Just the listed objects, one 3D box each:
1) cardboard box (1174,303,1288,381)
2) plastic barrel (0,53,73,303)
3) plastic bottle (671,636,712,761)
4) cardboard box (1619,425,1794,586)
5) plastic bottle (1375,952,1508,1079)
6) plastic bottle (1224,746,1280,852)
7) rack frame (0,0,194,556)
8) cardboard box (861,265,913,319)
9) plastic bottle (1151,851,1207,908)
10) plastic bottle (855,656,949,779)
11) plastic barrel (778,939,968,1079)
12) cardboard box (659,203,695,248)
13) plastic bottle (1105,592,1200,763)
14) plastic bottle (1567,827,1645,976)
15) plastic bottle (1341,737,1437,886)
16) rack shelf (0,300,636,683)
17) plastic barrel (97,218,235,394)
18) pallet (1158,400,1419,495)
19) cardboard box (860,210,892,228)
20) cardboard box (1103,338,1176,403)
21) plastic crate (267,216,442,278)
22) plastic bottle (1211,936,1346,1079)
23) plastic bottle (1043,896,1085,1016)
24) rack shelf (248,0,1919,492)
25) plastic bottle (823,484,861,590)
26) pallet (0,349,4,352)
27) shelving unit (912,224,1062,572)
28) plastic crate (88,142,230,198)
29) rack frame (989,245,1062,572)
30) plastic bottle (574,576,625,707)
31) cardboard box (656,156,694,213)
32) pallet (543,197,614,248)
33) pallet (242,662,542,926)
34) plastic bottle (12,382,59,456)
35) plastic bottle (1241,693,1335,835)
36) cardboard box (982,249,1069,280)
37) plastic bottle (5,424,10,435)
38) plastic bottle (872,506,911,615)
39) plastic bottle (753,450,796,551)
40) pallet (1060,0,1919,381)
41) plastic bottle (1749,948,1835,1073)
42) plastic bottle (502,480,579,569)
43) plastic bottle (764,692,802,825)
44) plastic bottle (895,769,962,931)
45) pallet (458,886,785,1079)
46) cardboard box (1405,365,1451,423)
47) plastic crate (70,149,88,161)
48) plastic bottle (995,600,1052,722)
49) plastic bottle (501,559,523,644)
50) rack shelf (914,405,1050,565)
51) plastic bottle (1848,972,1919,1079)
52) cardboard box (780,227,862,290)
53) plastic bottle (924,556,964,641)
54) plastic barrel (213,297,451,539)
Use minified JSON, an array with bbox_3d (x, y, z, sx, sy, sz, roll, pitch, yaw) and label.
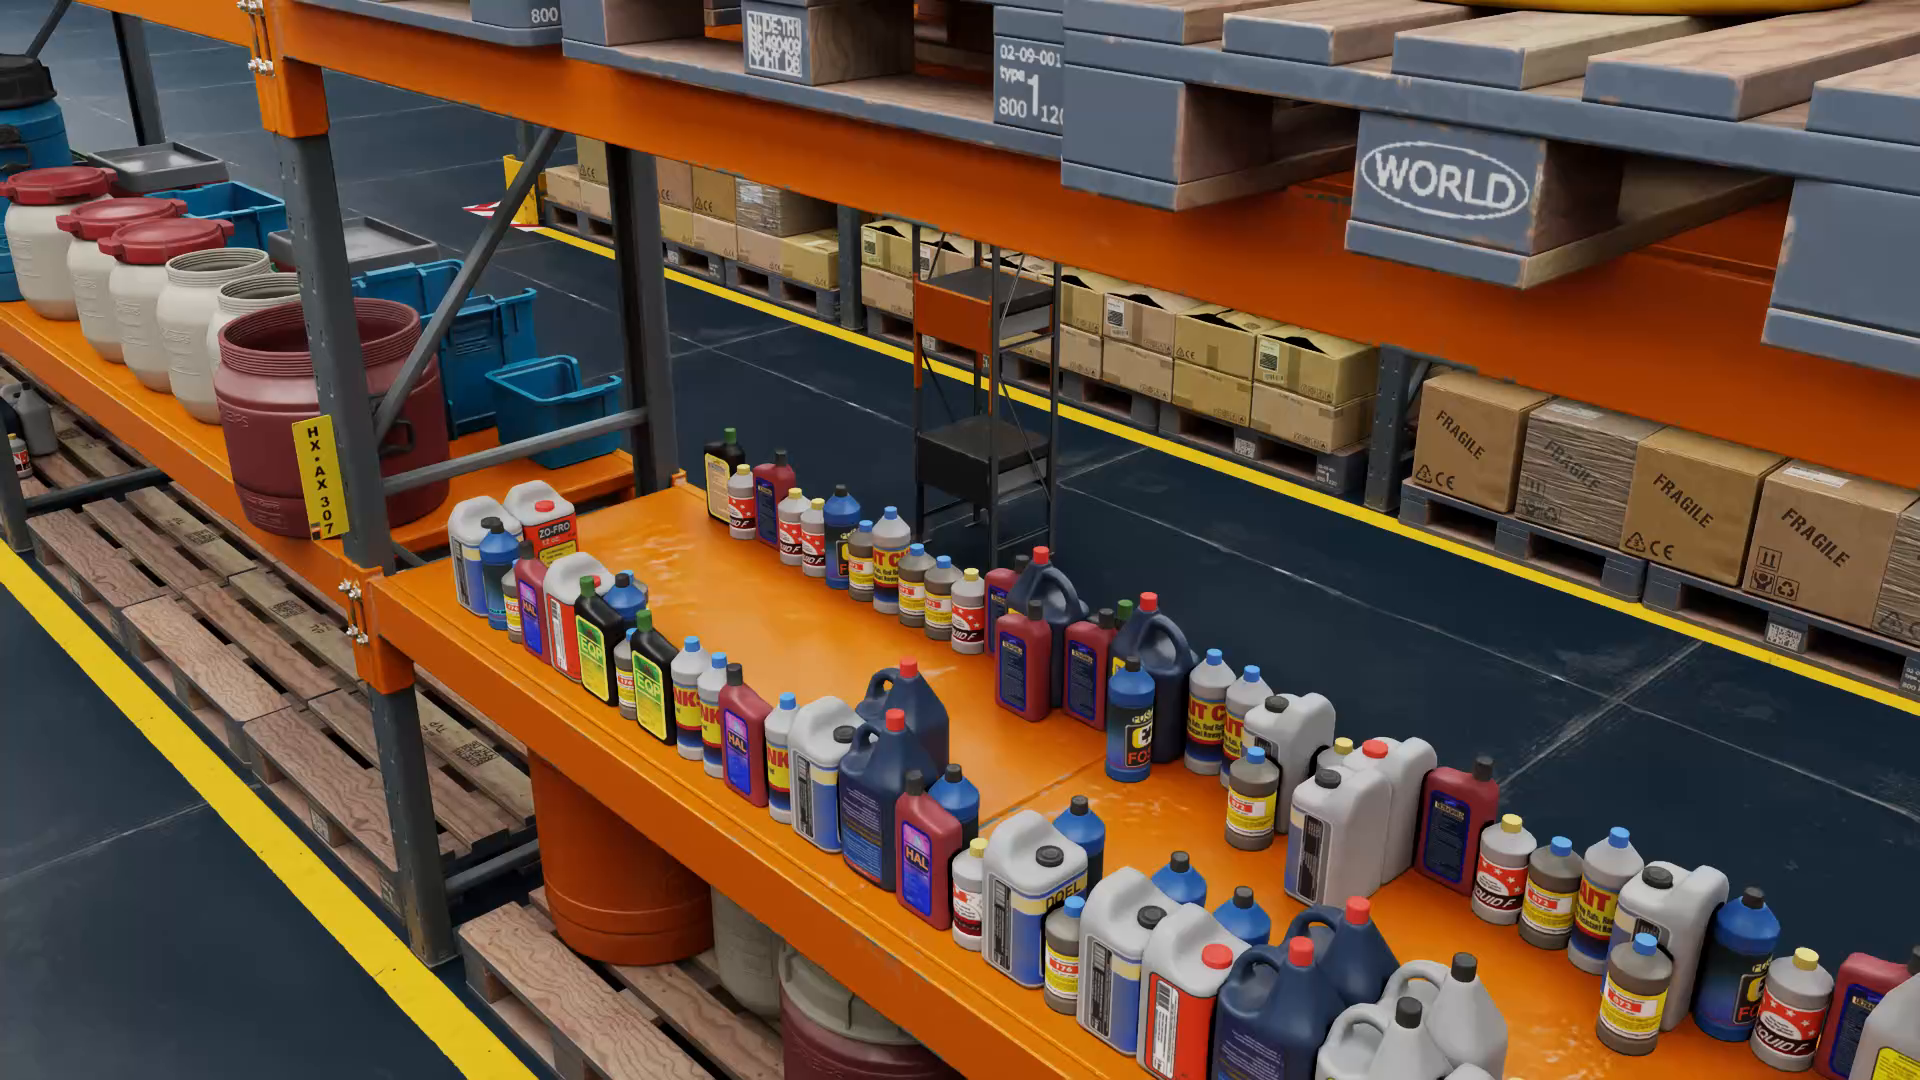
[{"bbox_3d":[1.471,-1.086,8.648,0.500,0.311,0.500,-22,32,-39],"label":"cardboard box"},{"bbox_3d":[-3.941,-1.479,6.775,0.600,0.901,0.708,-21,32,-38],"label":"plastic barrel"},{"bbox_3d":[-0.566,0.332,3.562,0.097,0.271,0.097,0,25,0],"label":"plastic bottle"},{"bbox_3d":[3.172,-0.180,7.012,0.500,0.500,0.500,-22,32,-39],"label":"cardboard box"},{"bbox_3d":[0.722,0.765,2.518,0.144,0.351,0.185,-21,32,-38],"label":"plastic bottle"},{"bbox_3d":[0.576,0.502,3.275,0.097,0.201,0.097,0,25,0],"label":"plastic bottle"},{"bbox_3d":[-3.984,-1.454,7.324,1.000,3.000,0.127,-21,32,-38],"label":"rack frame"},{"bbox_3d":[-0.271,-1.606,10.463,0.500,0.250,0.500,-22,33,-40],"label":"cardboard box"},{"bbox_3d":[0.371,0.655,2.855,0.097,0.271,0.097,0,25,0],"label":"plastic bottle"},{"bbox_3d":[-0.117,0.389,3.343,0.144,0.351,0.185,-21,32,-38],"label":"plastic bottle"},{"bbox_3d":[-0.131,1.149,4.016,0.600,0.588,0.708,-21,32,-38],"label":"plastic barrel"},{"bbox_3d":[-1.871,-2.330,12.050,0.500,0.250,0.500,-21,32,-38],"label":"cardboard box"},{"bbox_3d":[0.415,0.284,3.572,0.144,0.351,0.185,-21,32,-38],"label":"plastic bottle"},{"bbox_3d":[1.137,0.626,2.919,0.097,0.271,0.097,0,25,0],"label":"plastic bottle"},{"bbox_3d":[0.813,0.497,3.196,0.152,0.276,0.135,-21,32,-38],"label":"plastic bottle"},{"bbox_3d":[-2.617,-0.521,6.145,1.077,0.370,4.000,-21,32,-38],"label":"rack shelf"},{"bbox_3d":[-2.693,-0.811,5.749,0.433,0.535,0.433,0,25,0],"label":"plastic barrel"},{"bbox_3d":[1.834,-0.638,8.895,1.003,0.211,1.213,-21,32,-38],"label":"pallet"},{"bbox_3d":[-0.454,-2.369,11.232,0.500,0.500,0.500,-21,32,-38],"label":"cardboard box"},{"bbox_3d":[1.134,-0.985,9.102,0.500,0.250,0.500,-20,31,-37],"label":"cardboard box"},{"bbox_3d":[-2.131,-0.848,5.917,0.402,0.464,0.583,-21,32,-38],"label":"plastic crate"},{"bbox_3d":[0.491,0.750,2.551,0.144,0.351,0.185,-21,32,-38],"label":"plastic bottle"},{"bbox_3d":[0.193,0.701,2.840,0.097,0.201,0.097,0,25,0],"label":"plastic bottle"},{"bbox_3d":[0.117,-0.674,2.866,1.077,0.370,4.000,-21,32,-38],"label":"rack shelf"},{"bbox_3d":[-0.306,-0.013,4.320,0.097,0.271,0.097,0,25,0],"label":"plastic bottle"},{"bbox_3d":[-6.080,-1.140,9.995,1.003,0.211,1.213,-21,32,-38],"label":"pallet"},{"bbox_3d":[0.113,-0.905,7.204,0.431,2.100,0.503,-21,32,-38],"label":"shelving unit"},{"bbox_3d":[-3.429,-1.423,7.179,0.402,0.464,0.583,-21,32,-38],"label":"plastic crate"},{"bbox_3d":[0.280,-0.831,7.042,0.400,2.100,0.015,-21,32,-38],"label":"rack frame"},{"bbox_3d":[-0.815,0.227,3.778,0.061,0.283,0.133,-21,32,-38],"label":"plastic bottle"},{"bbox_3d":[-1.872,-2.671,11.893,0.500,0.500,0.500,-21,32,-38],"label":"cardboard box"},{"bbox_3d":[-2.546,-2.582,13.155,1.003,0.211,1.213,-21,32,-38],"label":"pallet"},{"bbox_3d":[-1.751,0.781,5.785,1.003,0.211,1.213,-21,32,-38],"label":"pallet"},{"bbox_3d":[-4.529,-0.603,8.120,0.144,0.351,0.185,-21,32,-38],"label":"plastic bottle"},{"bbox_3d":[0.655,0.427,3.350,0.152,0.276,0.135,-21,32,-38],"label":"plastic bottle"},{"bbox_3d":[0.428,-1.548,9.661,0.500,0.311,0.500,23,33,40],"label":"cardboard box"},{"bbox_3d":[-4.553,-0.471,7.911,0.061,0.283,0.133,-19,31,-36],"label":"plastic bottle"},{"bbox_3d":[-0.172,0.046,4.191,0.097,0.271,0.097,0,25,0],"label":"plastic bottle"},{"bbox_3d":[-0.504,-0.118,4.535,0.061,0.283,0.133,-21,32,-38],"label":"plastic bottle"},{"bbox_3d":[0.877,-0.519,1.887,1.213,0.211,1.003,-21,32,-38],"label":"pallet"},{"bbox_3d":[1.362,0.758,2.715,0.097,0.201,0.097,0,25,0],"label":"plastic bottle"},{"bbox_3d":[-1.079,-0.006,4.299,0.152,0.276,0.135,-21,32,-38],"label":"plastic bottle"},{"bbox_3d":[-0.341,0.432,3.345,0.097,0.271,0.097,0,25,0],"label":"plastic bottle"},{"bbox_3d":[-0.057,0.563,3.042,0.061,0.283,0.133,-21,32,-38],"label":"plastic bottle"},{"bbox_3d":[-0.680,1.253,4.748,1.003,0.211,1.213,-21,32,-38],"label":"pallet"},{"bbox_3d":[2.225,-0.828,8.759,0.500,0.250,0.500,-21,32,-39],"label":"cardboard box"},{"bbox_3d":[-4.706,-1.849,8.445,0.450,0.188,0.662,-21,32,-38],"label":"plastic crate"},{"bbox_3d":[0.140,0.255,3.717,0.061,0.283,0.133,-21,32,-38],"label":"plastic bottle"},{"bbox_3d":[-1.064,0.143,4.061,0.097,0.201,0.097,0,25,0],"label":"plastic bottle"},{"bbox_3d":[0.113,-0.256,7.500,0.431,0.518,0.480,-21,32,-38],"label":"rack shelf"},{"bbox_3d":[1.453,0.781,2.483,0.144,0.351,0.185,-21,32,-38],"label":"plastic bottle"},{"bbox_3d":[-0.842,-1.877,11.057,0.500,0.250,0.500,-21,32,-38],"label":"cardboard box"},{"bbox_3d":[-0.039,0.137,4.076,0.097,0.201,0.097,0,25,0],"label":"plastic bottle"},{"bbox_3d":[-1.788,-0.359,4.759,0.600,0.536,0.708,-21,32,-38],"label":"plastic barrel"}]
